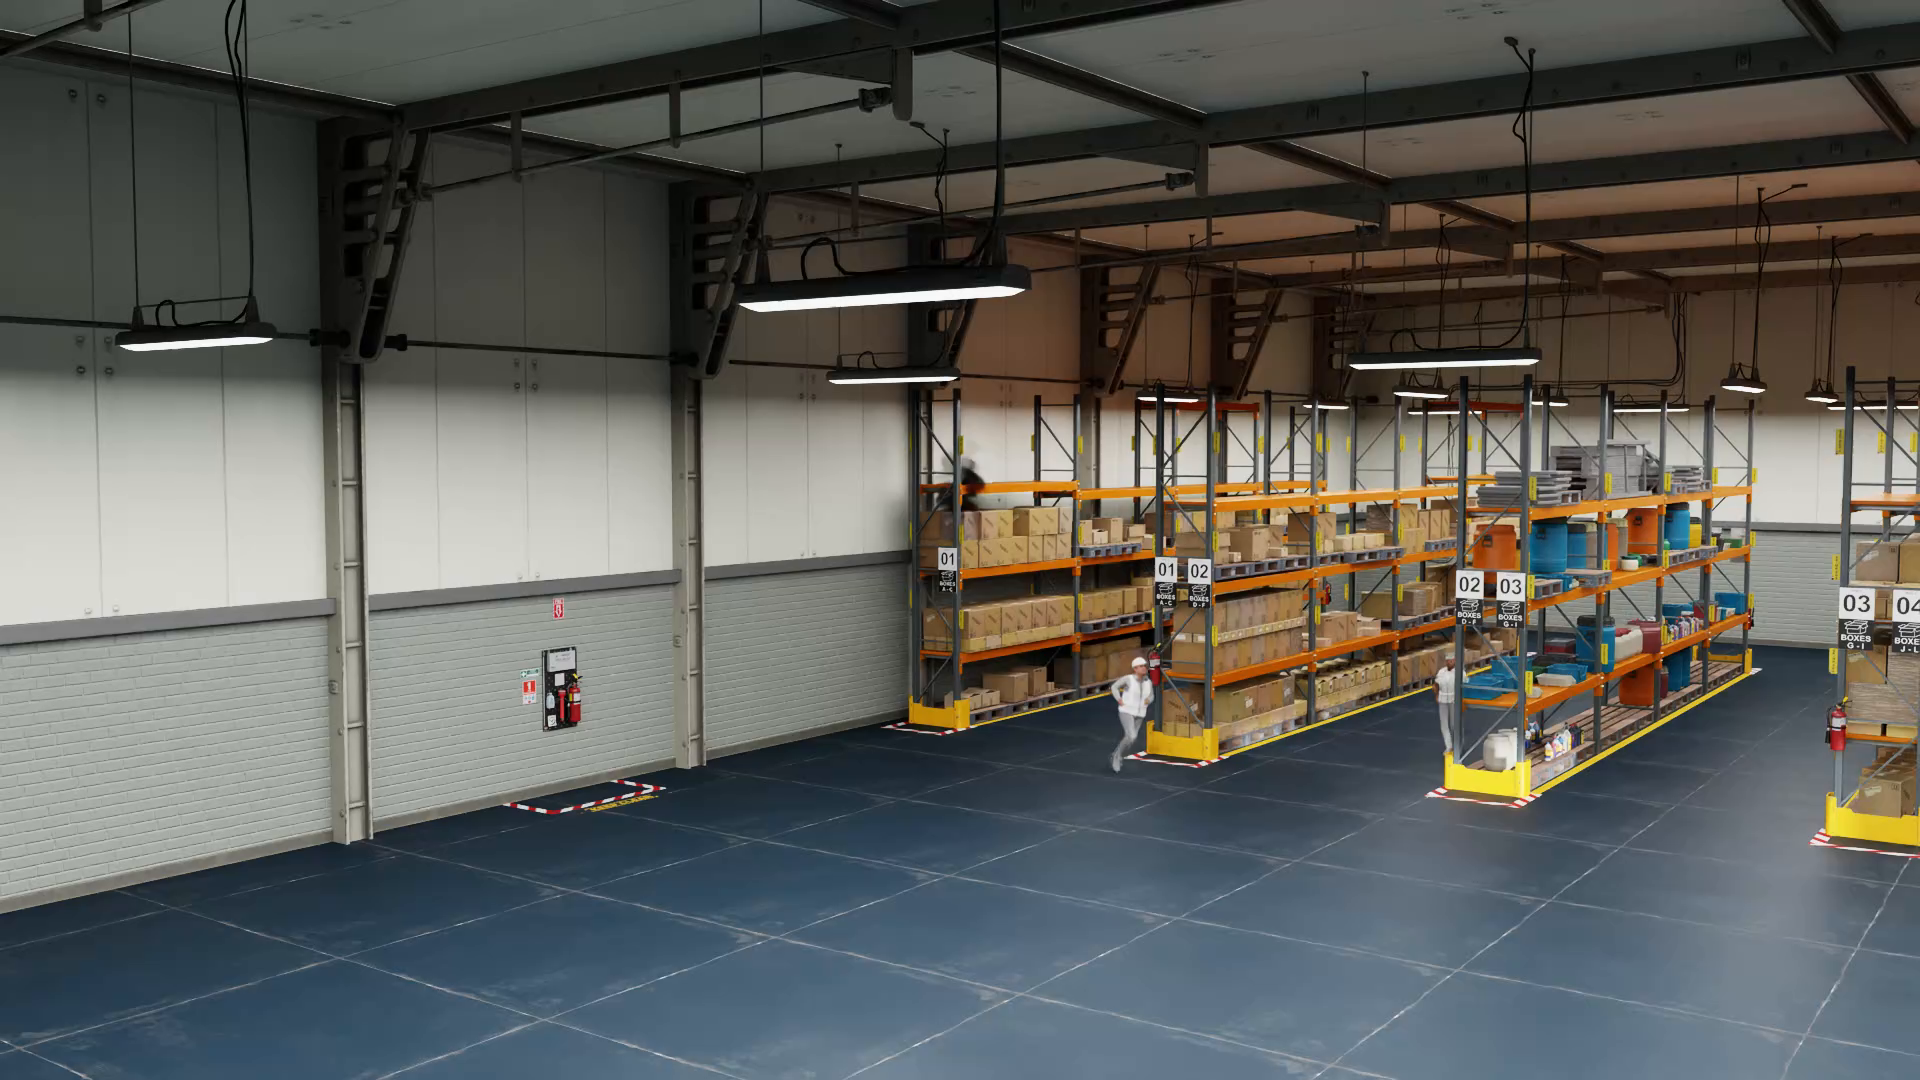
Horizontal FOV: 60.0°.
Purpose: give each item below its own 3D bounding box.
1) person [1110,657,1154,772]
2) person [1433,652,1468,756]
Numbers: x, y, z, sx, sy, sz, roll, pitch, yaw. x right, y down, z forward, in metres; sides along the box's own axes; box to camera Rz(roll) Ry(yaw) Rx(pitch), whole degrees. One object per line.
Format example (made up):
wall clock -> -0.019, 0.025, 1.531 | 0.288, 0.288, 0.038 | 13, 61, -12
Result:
person -> 2.652, 2.676, 25.586 | 0.706, 1.741, 0.664 | -2, 4, -28
person -> 7.953, 2.633, 26.969 | 0.587, 1.672, 0.601 | 2, 4, 34
